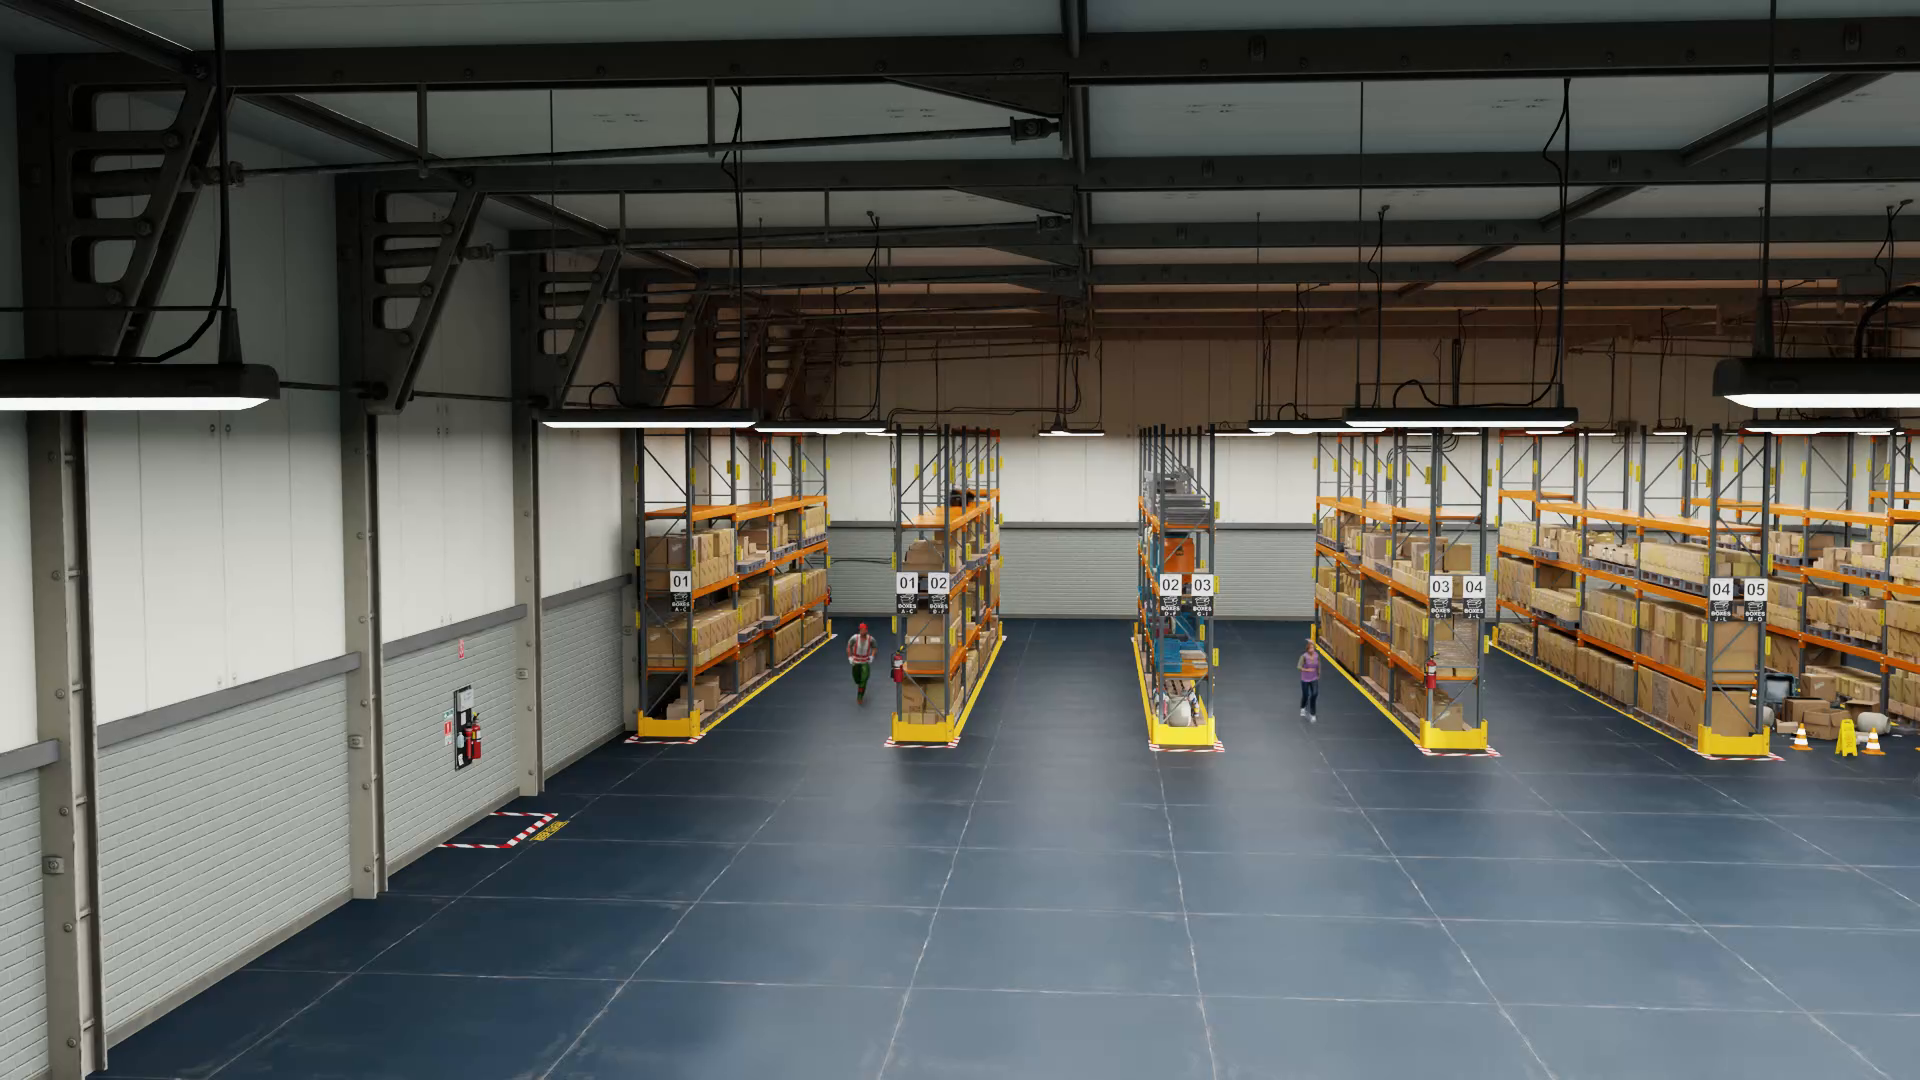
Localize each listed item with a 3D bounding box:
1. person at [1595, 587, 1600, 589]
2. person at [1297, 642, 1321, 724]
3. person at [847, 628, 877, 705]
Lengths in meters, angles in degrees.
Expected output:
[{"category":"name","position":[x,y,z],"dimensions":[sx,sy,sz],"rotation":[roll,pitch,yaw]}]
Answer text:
[{"category":"person","position":[17.073,2.141,44.568],"dimensions":[0.704,1.733,0.724],"rotation":[0,3,-3]},{"category":"person","position":[7.082,2.872,33.769],"dimensions":[0.562,1.621,0.847],"rotation":[0,4,-8]},{"category":"person","position":[-2.126,2.694,36.142],"dimensions":[0.662,1.711,0.895],"rotation":[0,3,-1]}]
